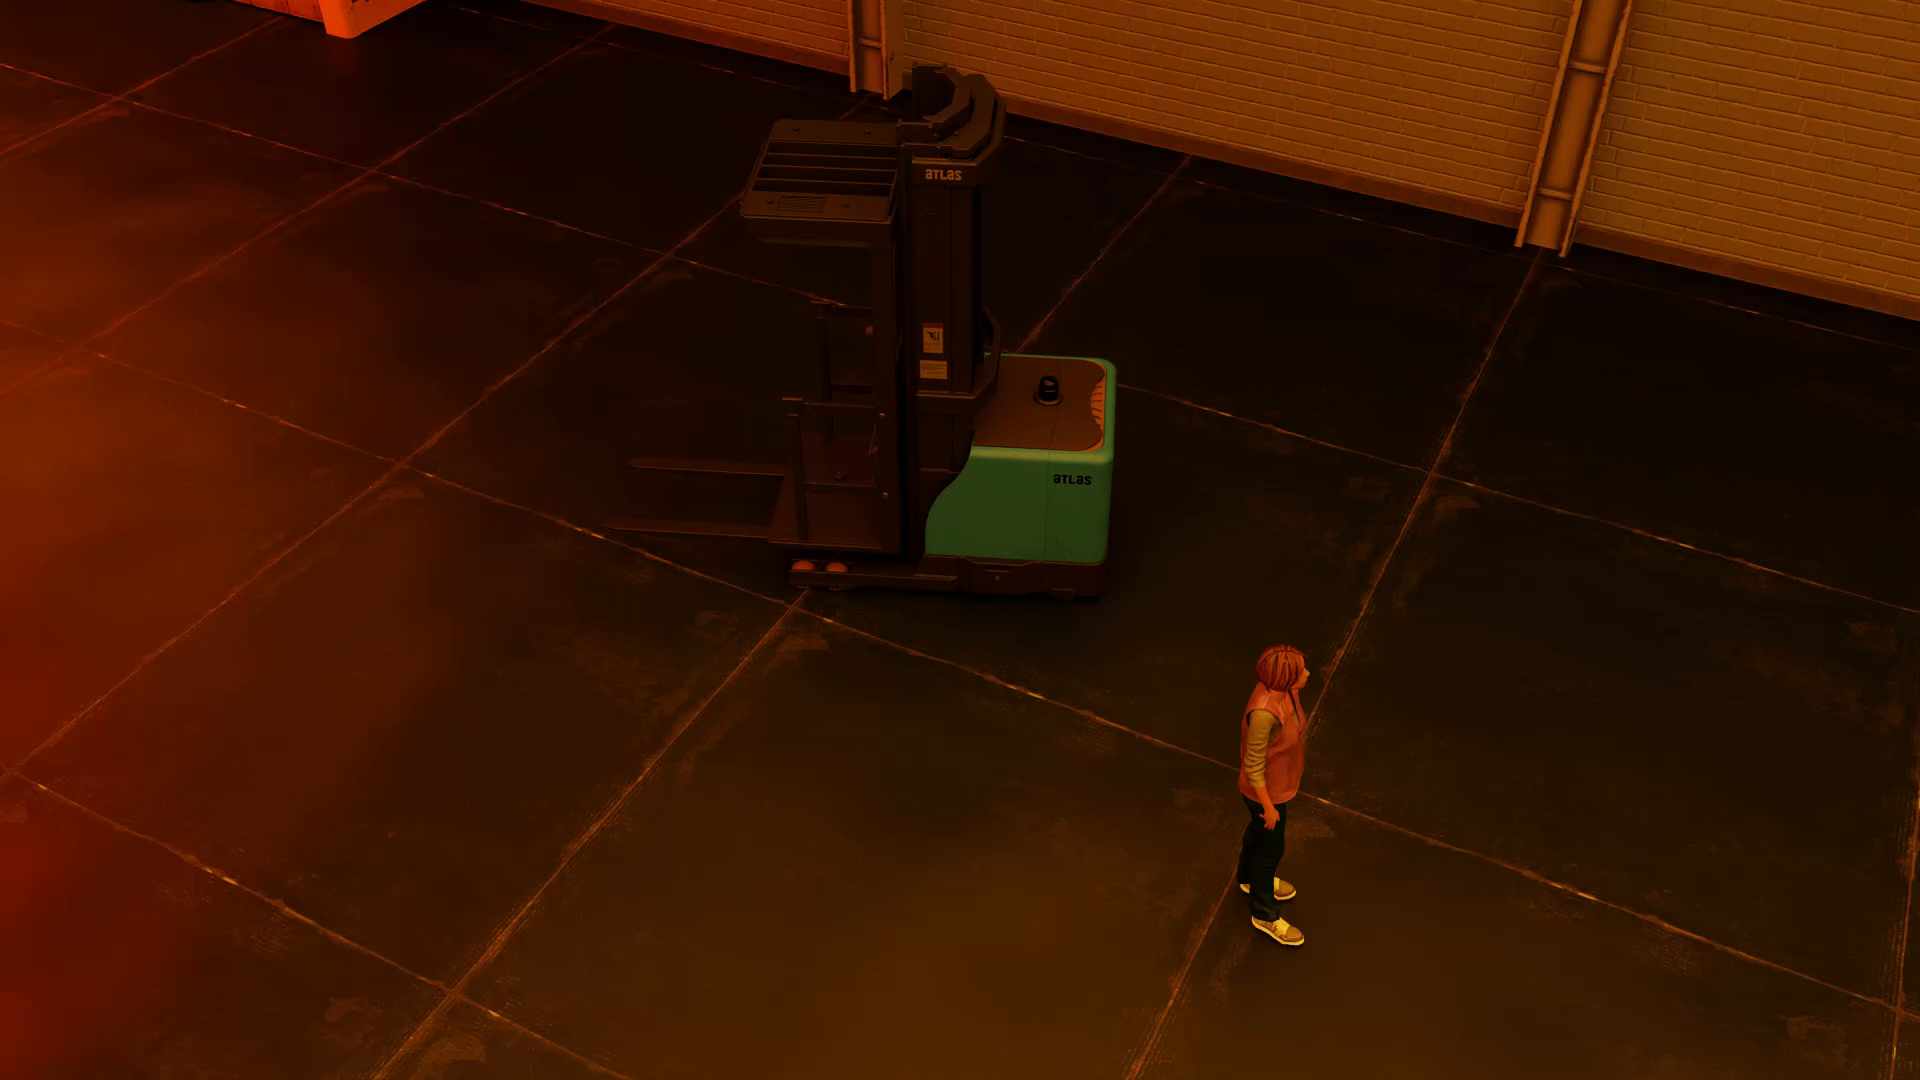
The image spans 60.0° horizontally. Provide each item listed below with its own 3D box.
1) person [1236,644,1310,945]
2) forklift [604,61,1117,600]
[{"bbox_3d":[1.502,1.138,7.664,0.474,1.590,0.522,14,42,16],"label":"person"},{"bbox_3d":[-0.606,-1.157,9.360,3.031,2.935,1.130,3,40,4],"label":"forklift"}]
